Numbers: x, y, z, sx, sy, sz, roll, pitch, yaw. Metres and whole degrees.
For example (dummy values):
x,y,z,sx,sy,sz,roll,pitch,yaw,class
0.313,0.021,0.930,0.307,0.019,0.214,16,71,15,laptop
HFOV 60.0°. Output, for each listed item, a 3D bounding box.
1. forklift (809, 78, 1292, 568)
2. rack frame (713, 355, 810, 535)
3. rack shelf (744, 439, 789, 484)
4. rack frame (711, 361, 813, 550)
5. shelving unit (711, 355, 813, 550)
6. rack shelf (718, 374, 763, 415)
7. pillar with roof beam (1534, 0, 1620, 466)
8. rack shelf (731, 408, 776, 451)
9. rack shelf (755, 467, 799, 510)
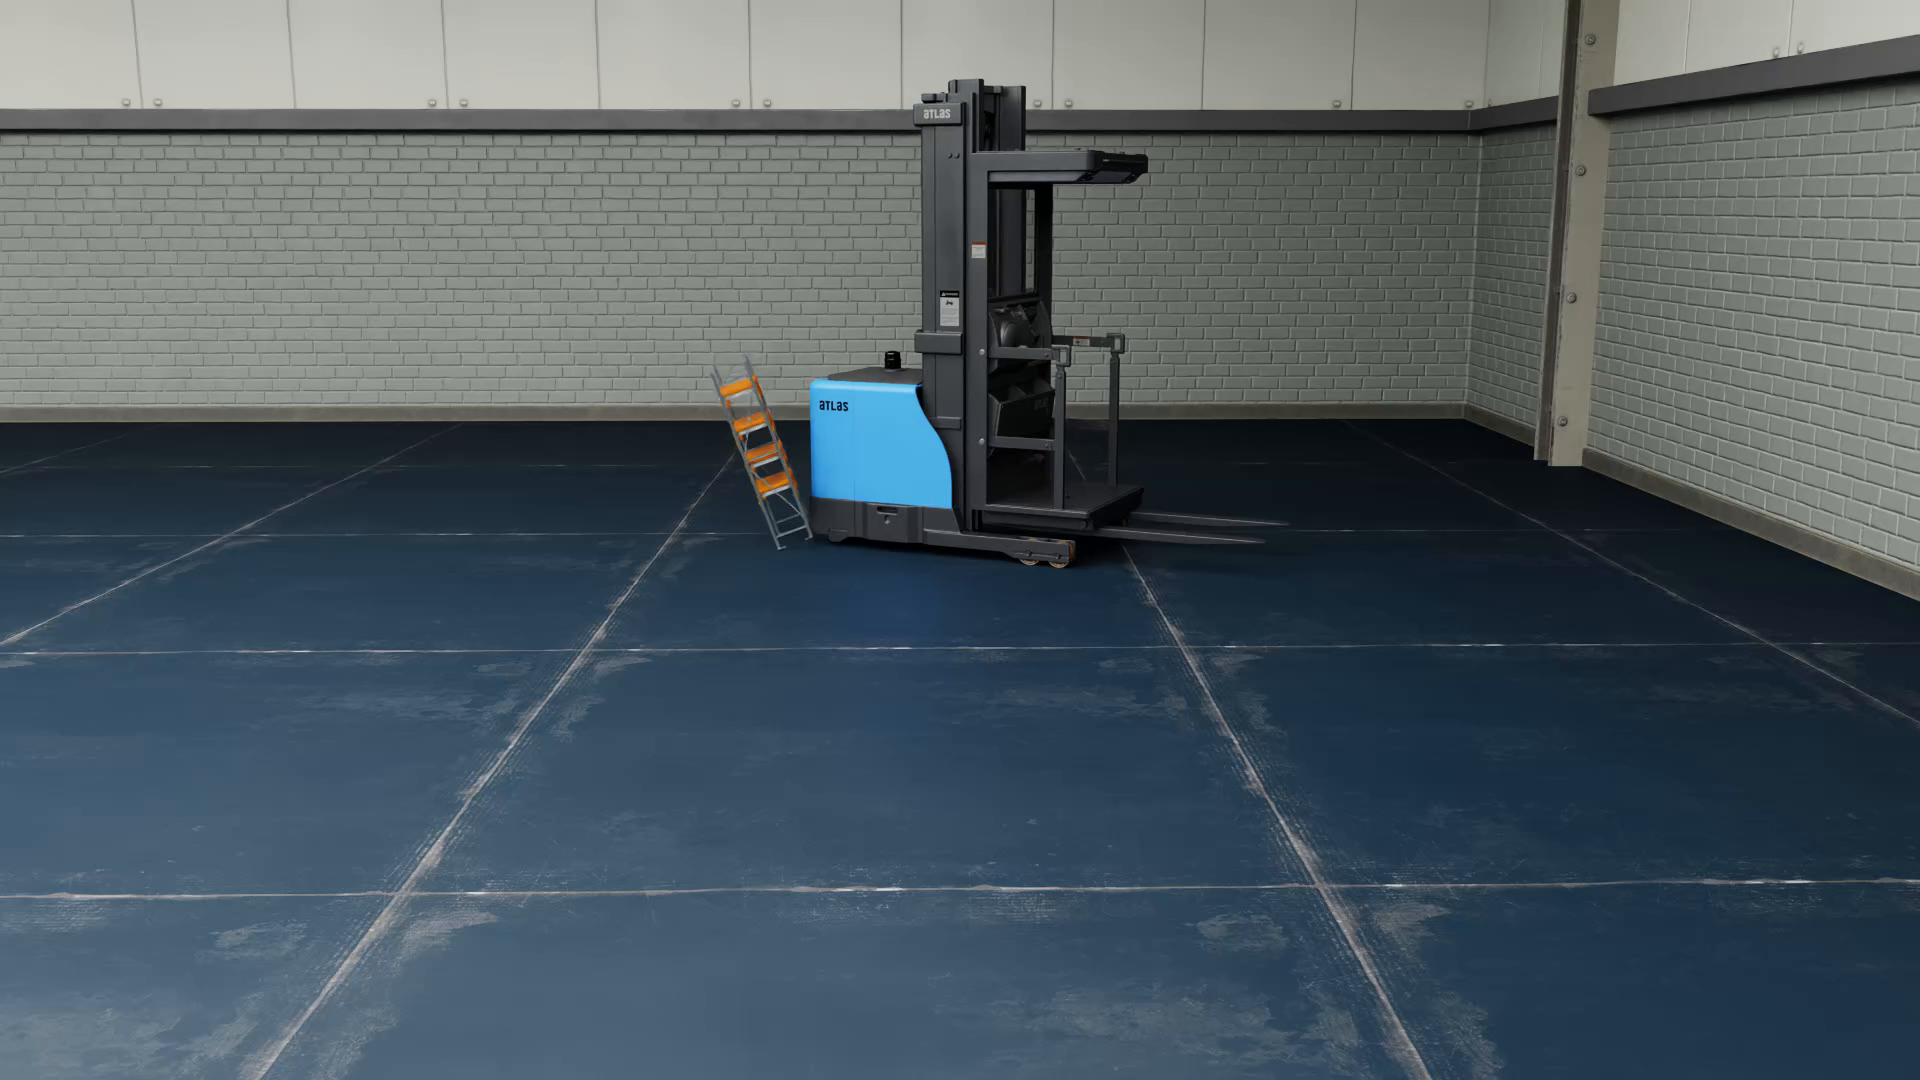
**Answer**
x,y,z,sx,sy,sz,roll,pitch,yaw,class
0.570,-1.385,10.514,3.031,2.935,1.130,5,13,24,forklift
-1.311,-0.625,11.058,0.240,1.200,0.015,-20,13,-2,rack frame
-1.262,-0.516,10.835,0.258,0.148,0.480,-20,13,-2,rack shelf
-1.257,-0.530,10.582,0.240,1.200,0.015,-20,13,-2,rack frame
-1.284,-0.578,10.820,0.258,1.200,0.503,-20,13,-2,shelving unit
-1.413,-0.938,10.733,0.258,0.148,0.480,-20,13,-2,rack shelf
0.871,-5.063,13.380,9.100,9.000,0.400,0,11,-1,pillar with roof beam
-1.336,-0.721,10.785,0.258,0.148,0.480,-20,13,-2,rack shelf
-1.196,-0.334,10.879,0.258,0.148,0.480,-20,13,-2,rack shelf
